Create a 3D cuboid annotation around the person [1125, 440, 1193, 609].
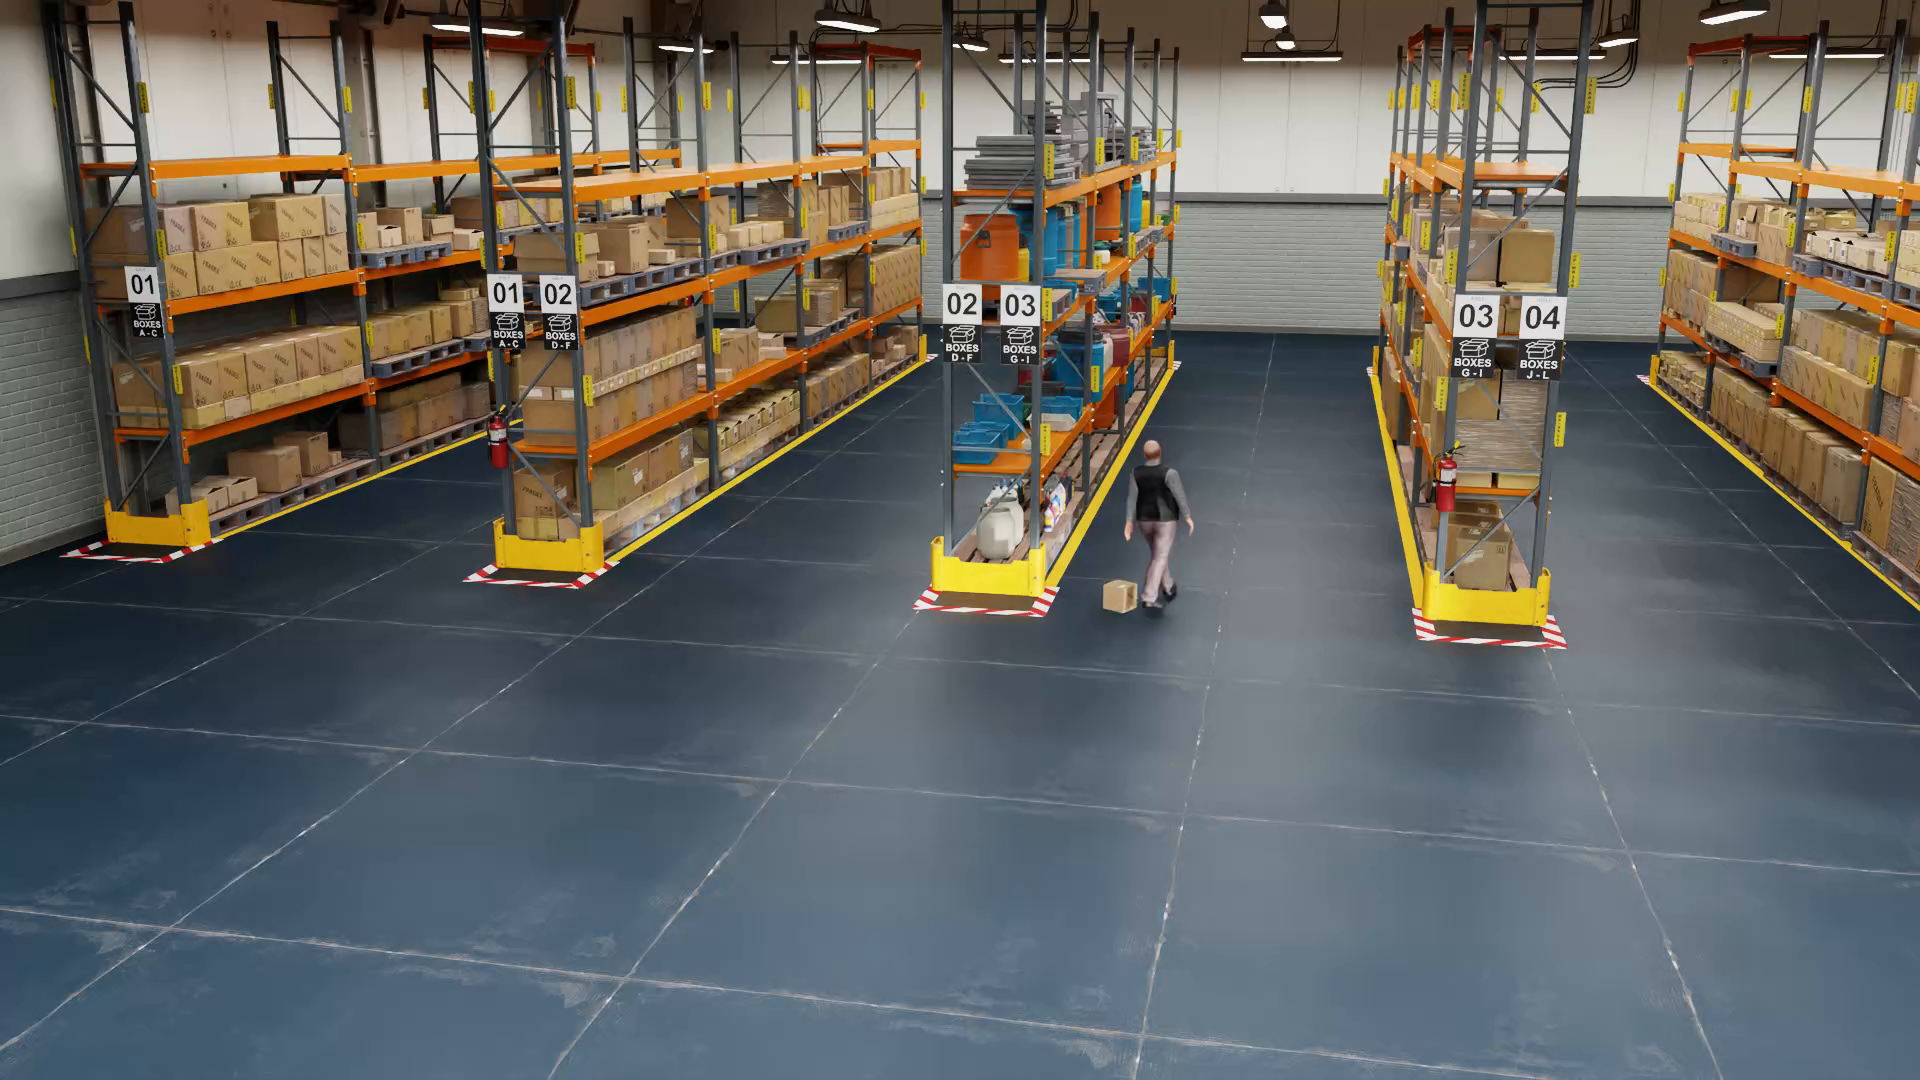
[{"bbox_3d":[2.022,-0.185,16.793,0.606,1.675,0.999,10,18,35],"label":"person"}]
